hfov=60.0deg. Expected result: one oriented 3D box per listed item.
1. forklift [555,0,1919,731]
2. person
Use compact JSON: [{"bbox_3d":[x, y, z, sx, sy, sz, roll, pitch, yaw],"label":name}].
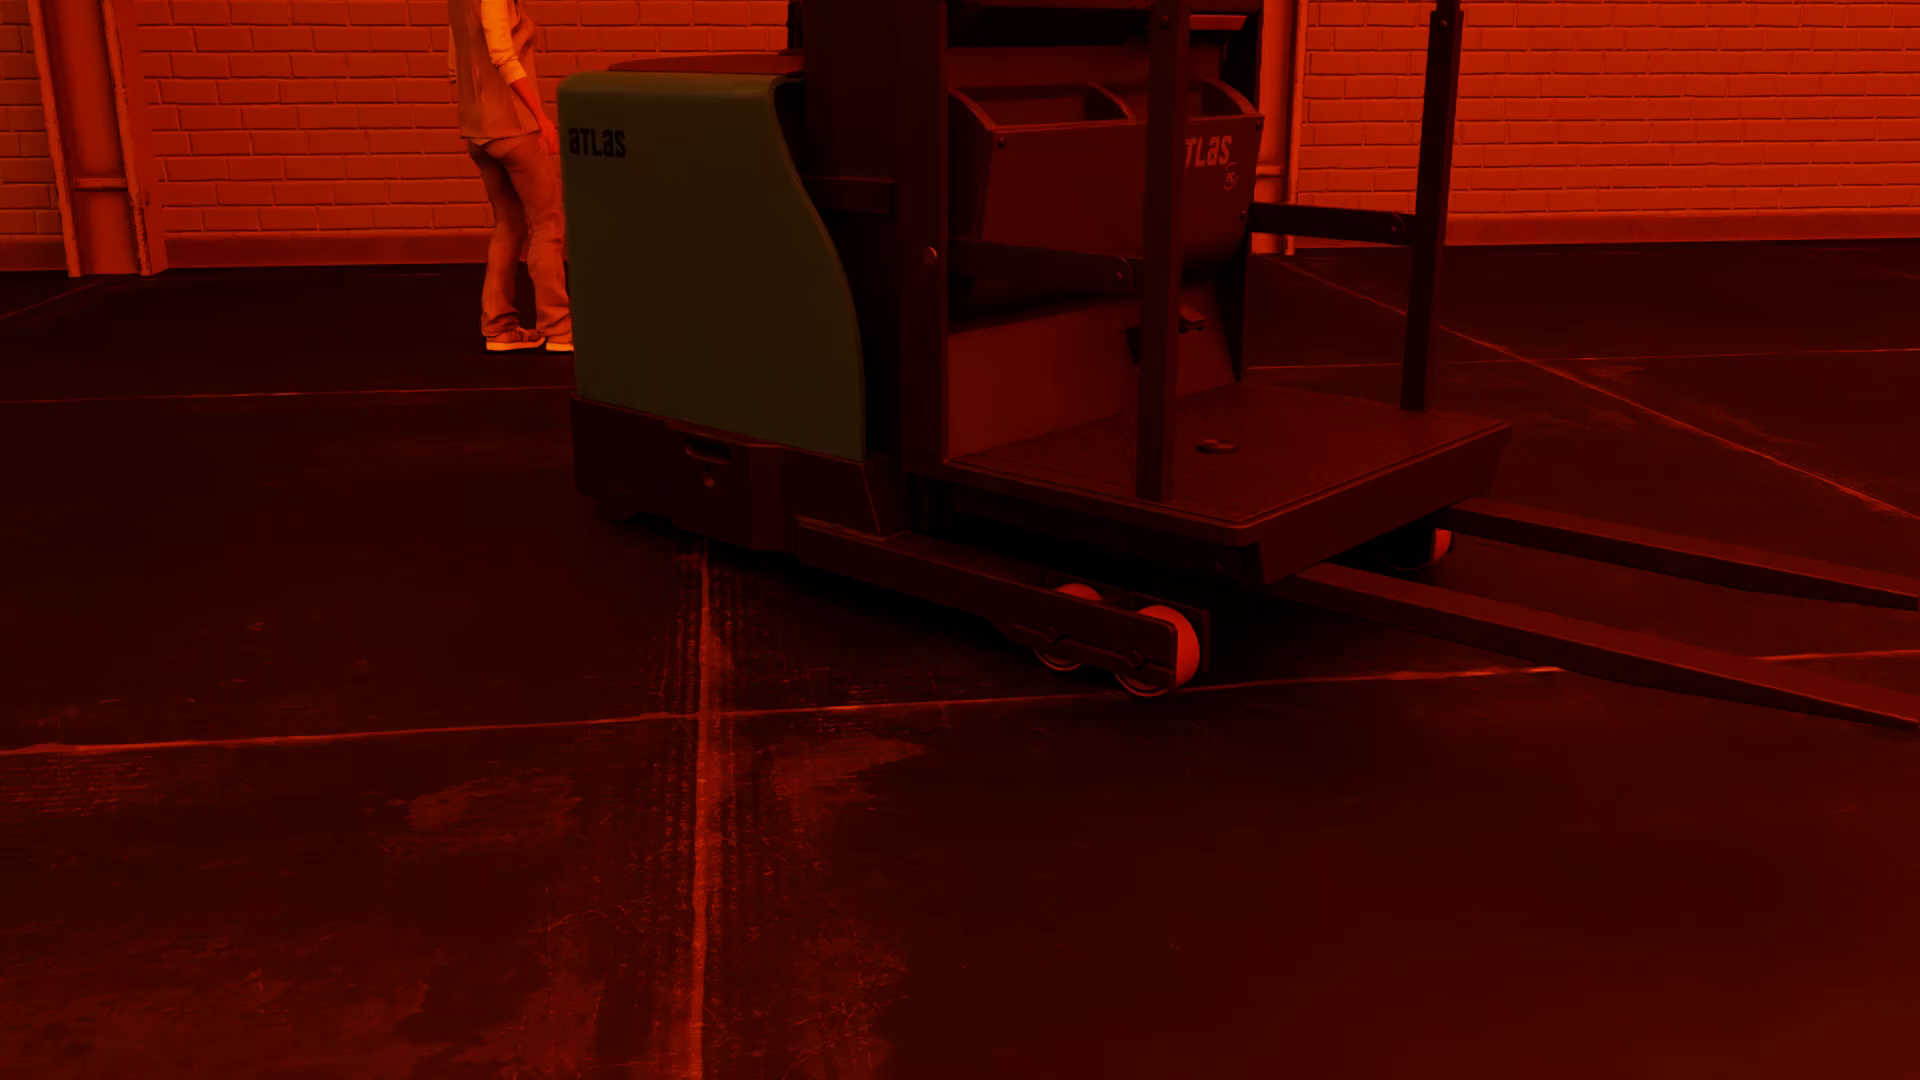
[{"bbox_3d":[0.475,-1.288,3.160,3.031,2.935,1.130,14,22,40],"label":"forklift"},{"bbox_3d":[-1.626,-1.501,6.191,0.449,1.596,0.590,-15,22,-41],"label":"person"}]
